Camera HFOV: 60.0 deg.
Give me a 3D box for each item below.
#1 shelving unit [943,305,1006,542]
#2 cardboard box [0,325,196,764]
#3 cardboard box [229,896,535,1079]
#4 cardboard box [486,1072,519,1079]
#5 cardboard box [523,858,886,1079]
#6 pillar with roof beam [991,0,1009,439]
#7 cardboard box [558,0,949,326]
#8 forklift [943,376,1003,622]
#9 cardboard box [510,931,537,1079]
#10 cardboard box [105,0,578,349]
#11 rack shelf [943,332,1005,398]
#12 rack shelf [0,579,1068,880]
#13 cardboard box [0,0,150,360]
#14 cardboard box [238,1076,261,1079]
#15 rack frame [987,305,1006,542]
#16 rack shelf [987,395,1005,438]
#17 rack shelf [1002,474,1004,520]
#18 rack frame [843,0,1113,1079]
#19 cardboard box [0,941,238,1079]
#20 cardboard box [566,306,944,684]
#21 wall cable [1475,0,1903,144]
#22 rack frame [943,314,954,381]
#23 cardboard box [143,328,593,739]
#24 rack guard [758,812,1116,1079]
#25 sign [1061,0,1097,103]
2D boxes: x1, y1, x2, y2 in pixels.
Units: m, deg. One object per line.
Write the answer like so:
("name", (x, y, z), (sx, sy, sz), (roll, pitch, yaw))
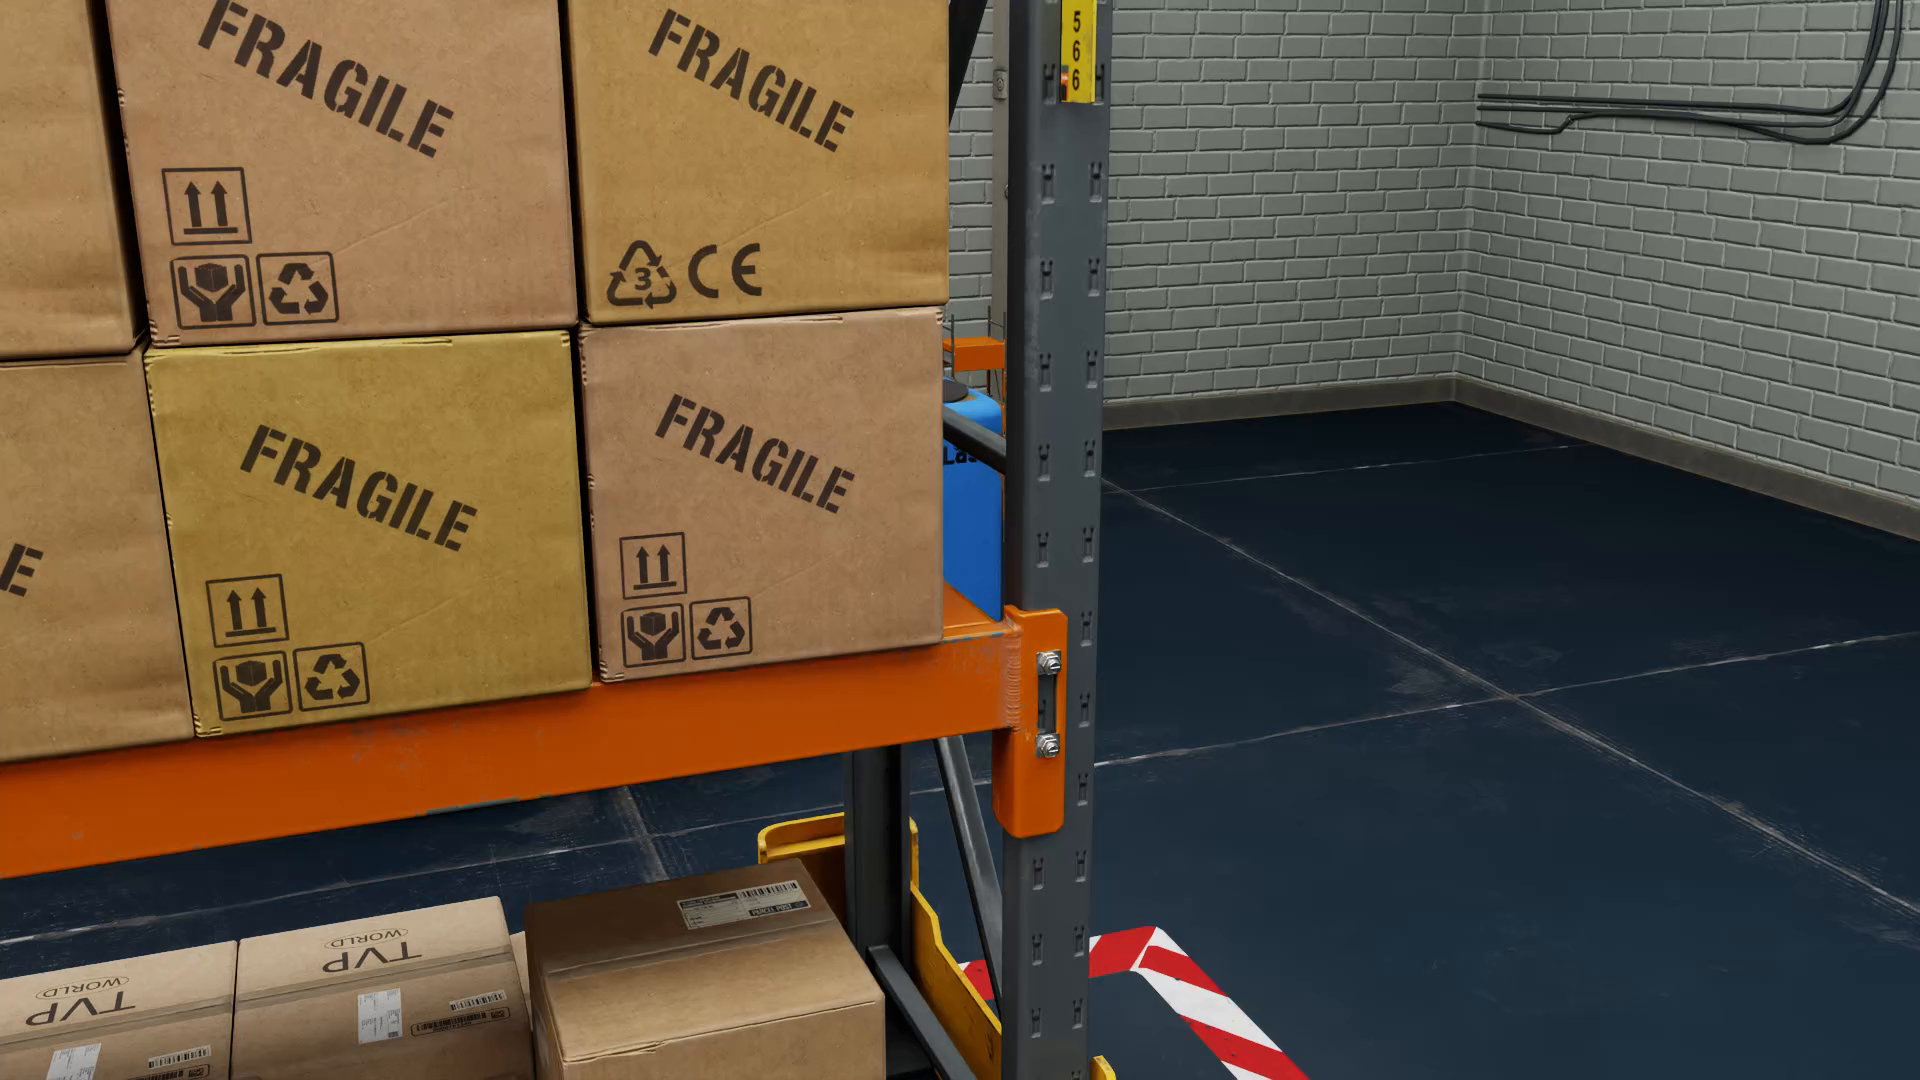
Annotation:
("shelving unit", (0.050, -0.509, 7.469), (0.252, 1.050, 0.215), (-6, 17, -20))
("cardboard box", (-1.291, -0.025, 2.183), (0.500, 0.500, 0.500), (-6, 17, -20))
("cardboard box", (-1.096, 0.943, 3.164), (0.500, 0.250, 0.500), (-6, 17, -20))
("cardboard box", (-0.849, 1.089, 2.814), (0.250, 0.166, 0.380), (-6, 17, -20))
("cardboard box", (-0.439, 0.912, 2.825), (0.500, 0.500, 0.500), (-6, 17, -20))
("pillar with roof beam", (1.957, -3.745, 4.379), (0.400, 9.000, 9.100), (-6, 17, -20))
("cardboard box", (-0.337, -0.607, 2.388), (0.500, 0.500, 0.500), (-6, 18, -21))
("forklift", (-1.415, -0.783, 5.062), (3.031, 2.935, 1.130), (-7, 18, -22))
("cardboard box", (-0.767, 0.929, 3.358), (0.250, 0.166, 0.380), (-6, 17, -20))
("cardboard box", (-0.808, -0.556, 2.214), (0.500, 0.500, 0.500), (-6, 17, -19))
("rack shelf", (0.050, -0.771, 7.392), (0.240, 0.259, 0.215), (-6, 17, -20))
("rack shelf", (-1.887, 0.351, 2.357), (4.000, 0.370, 1.077), (-6, 17, -20))
("cardboard box", (-1.291, -0.502, 2.032), (0.500, 0.500, 0.500), (-6, 17, -19))
("cardboard box", (-1.337, 1.120, 2.561), (0.500, 0.250, 0.500), (-6, 17, -20))
("rack frame", (0.164, -0.521, 7.511), (0.008, 1.050, 0.200), (-6, 17, -20))
("rack shelf", (0.050, -0.499, 7.472), (0.240, 0.259, 0.215), (-6, 17, -20))
("rack shelf", (0.050, -0.232, 7.550), (0.240, 0.259, 0.215), (-6, 17, -20))
("rack frame", (-0.019, -0.196, 2.943), (0.127, 3.000, 1.000), (-6, 17, -20))
("cardboard box", (-1.562, 0.993, 2.992), (0.500, 0.250, 0.500), (-6, 17, -20))
("cardboard box", (-0.340, -0.127, 2.531), (0.500, 0.500, 0.500), (-6, 17, -18))
("wall cable", (3.614, -3.364, 8.593), (0.112, 2.526, 3.097), (-6, 17, -20))
("rack frame", (-0.064, -0.497, 7.427), (0.008, 1.050, 0.200), (-6, 17, -20))
("cardboard box", (-0.823, -0.074, 2.350), (0.500, 0.500, 0.500), (-6, 17, -20))
("rack guard", (-0.090, 1.011, 3.269), (0.348, 0.500, 1.175), (-6, 17, -20))
("sign", (0.160, -0.755, 2.231), (0.005, 0.325, 0.100), (-6, 17, -20))
